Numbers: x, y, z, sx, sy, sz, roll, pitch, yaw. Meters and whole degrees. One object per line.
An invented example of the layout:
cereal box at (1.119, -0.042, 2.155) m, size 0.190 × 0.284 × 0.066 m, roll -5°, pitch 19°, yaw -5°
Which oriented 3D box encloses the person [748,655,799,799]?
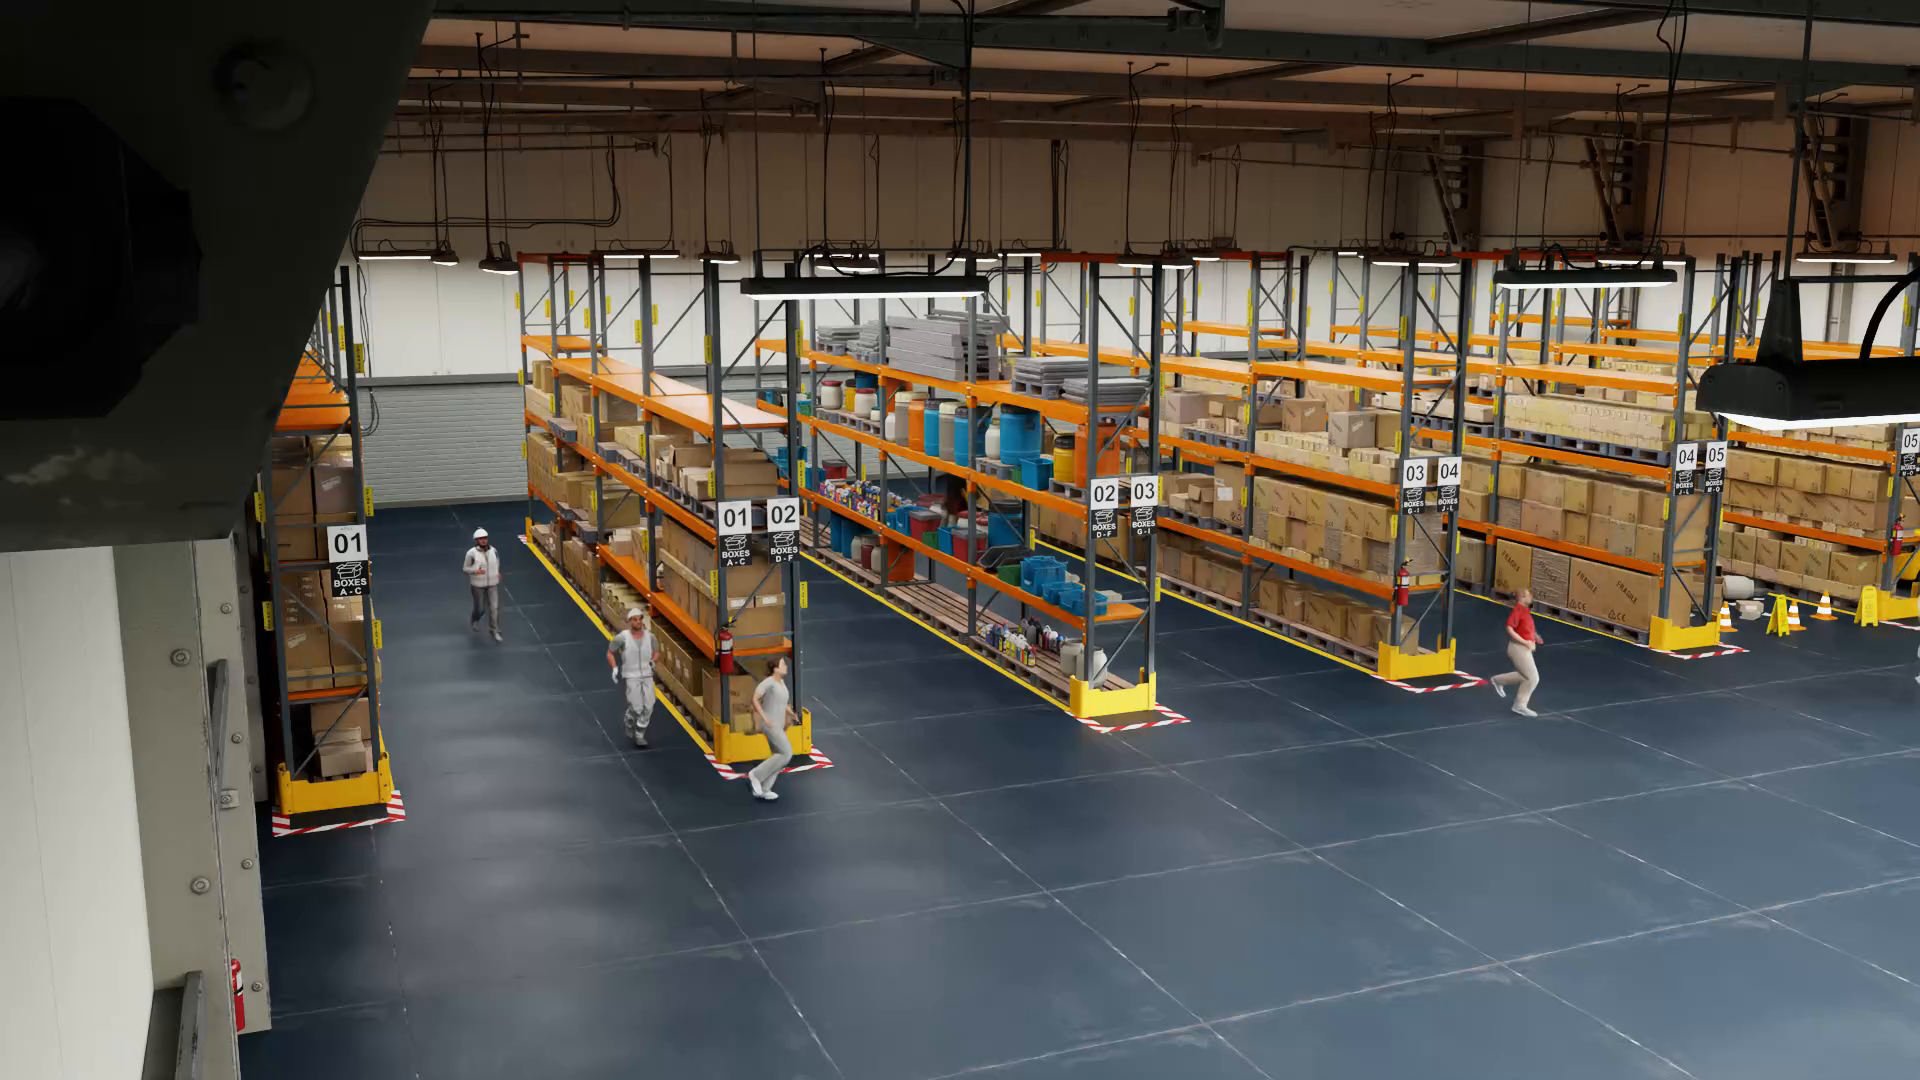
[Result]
person at (-2.110, 2.116, 18.989) m, size 0.527 × 1.613 × 0.617 m, roll 2°, pitch 11°, yaw 10°

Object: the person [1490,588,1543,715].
person at (7.531, 1.480, 22.436) m, size 0.605 × 1.687 × 0.703 m, roll 4°, pitch 11°, yaw 23°

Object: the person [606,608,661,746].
person at (-4.012, 1.721, 20.754) m, size 0.646 × 1.733 × 0.568 m, roll -6°, pitch 12°, yaw -29°

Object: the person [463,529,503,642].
person at (-7.476, 0.689, 26.164) m, size 0.663 × 1.744 × 0.990 m, roll -7°, pitch 13°, yaw -35°
